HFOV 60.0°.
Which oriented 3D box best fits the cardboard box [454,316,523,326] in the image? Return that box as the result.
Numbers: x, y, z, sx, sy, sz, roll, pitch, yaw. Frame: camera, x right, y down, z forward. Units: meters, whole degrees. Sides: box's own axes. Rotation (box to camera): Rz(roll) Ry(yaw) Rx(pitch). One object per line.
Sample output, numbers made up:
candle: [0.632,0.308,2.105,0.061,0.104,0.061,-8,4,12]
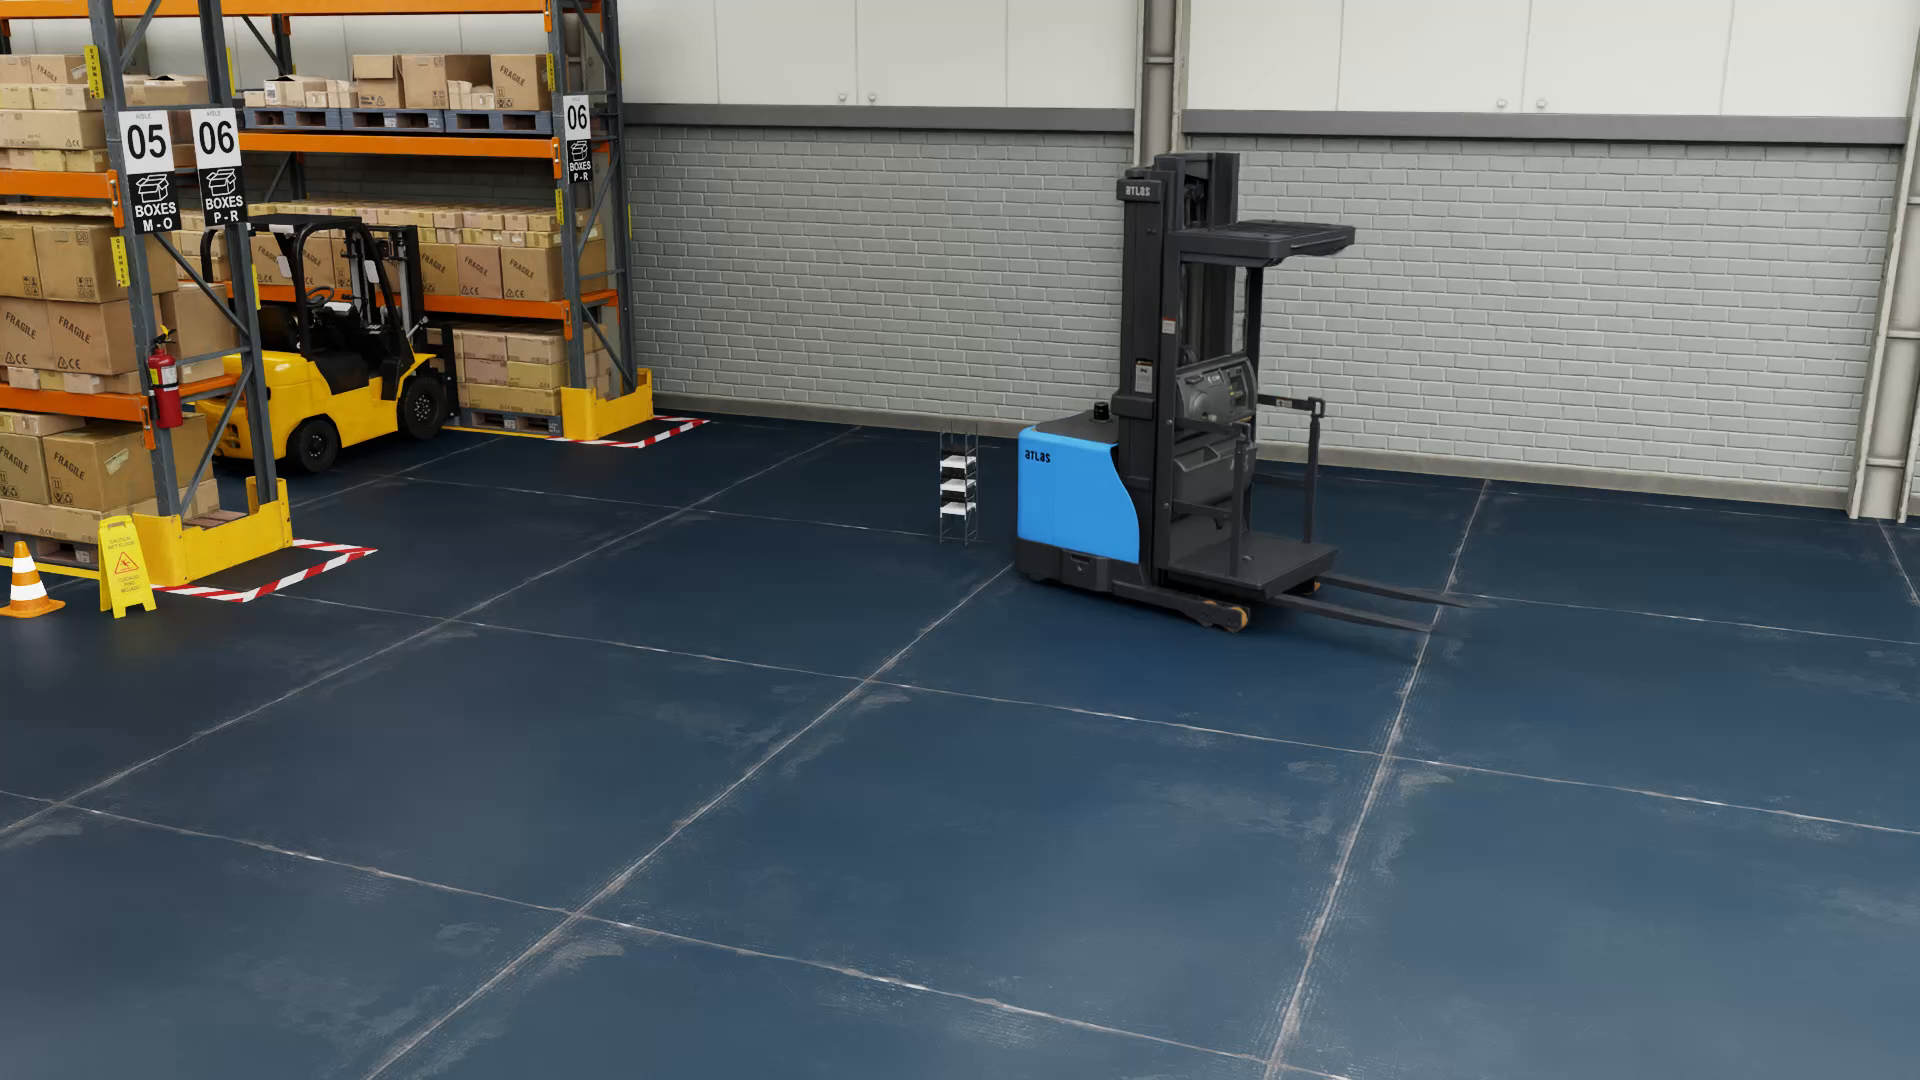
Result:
cardboard box: [-4.806,-2.122,16.989,0.500,0.250,0.500,6,17,20]

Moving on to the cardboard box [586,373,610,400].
cardboard box: [-3.886,-1.541,16.779,0.500,0.250,0.500,6,17,21]

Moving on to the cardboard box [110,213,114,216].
cardboard box: [-8.820,-3.428,17.757,0.250,0.149,0.380,6,17,21]

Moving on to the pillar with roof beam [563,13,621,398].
pillar with roof beam: [-5.397,-4.628,12.475,0.400,9.000,9.100,6,17,21]

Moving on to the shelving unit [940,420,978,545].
shelving unit: [-0.008,-0.433,12.551,0.210,0.900,0.258,6,17,21]

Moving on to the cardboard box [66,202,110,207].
cardboard box: [-9.809,-3.709,18.725,0.250,0.149,0.380,6,17,20]

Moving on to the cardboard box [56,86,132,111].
cardboard box: [-5.741,-2.932,11.032,0.250,0.149,0.380,6,17,21]

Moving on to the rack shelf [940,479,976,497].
rack shelf: [-0.008,-0.401,12.560,0.200,0.077,0.258,6,17,21]

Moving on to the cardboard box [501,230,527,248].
cardboard box: [-4.174,-2.899,15.937,0.250,0.149,0.380,7,17,22]

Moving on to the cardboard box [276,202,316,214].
cardboard box: [-6.751,-3.362,16.997,0.250,0.149,0.380,7,17,21]

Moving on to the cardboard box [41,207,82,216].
cardboard box: [-9.764,-3.539,18.142,0.250,0.149,0.380,6,17,21]

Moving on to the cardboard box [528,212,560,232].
cardboard box: [-3.911,-3.043,15.899,0.250,0.149,0.380,6,17,21]

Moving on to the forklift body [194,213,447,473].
forklift body: [-5.934,-1.872,15.263,1.214,2.155,2.313,6,17,21]

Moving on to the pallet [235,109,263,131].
pallet: [-8.047,-4.403,17.424,1.217,0.209,0.805,6,17,18]

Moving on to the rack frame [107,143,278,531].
rack frame: [-5.318,-1.271,11.671,0.127,3.000,1.000,6,17,21]

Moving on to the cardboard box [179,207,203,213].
cardboard box: [-8.400,-3.538,18.139,0.250,0.149,0.380,6,17,21]

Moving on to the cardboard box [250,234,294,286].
cardboard box: [-6.904,-2.903,17.112,0.500,0.500,0.500,6,17,19]

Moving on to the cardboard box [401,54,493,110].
cardboard box: [-4.918,-4.410,15.990,0.500,0.500,0.700,6,17,21]

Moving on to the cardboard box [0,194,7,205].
cardboard box: [-11.364,-3.720,19.174,0.500,0.500,0.500,7,18,23]

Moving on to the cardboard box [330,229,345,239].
cardboard box: [-6.082,-3.109,16.661,0.250,0.149,0.380,6,17,20]

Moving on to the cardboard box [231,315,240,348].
cardboard box: [-7.711,-2.079,17.962,0.625,0.625,0.875,7,18,23]

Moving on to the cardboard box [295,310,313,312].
cardboard box: [-6.693,-2.329,17.701,0.500,0.250,0.500,7,17,22]

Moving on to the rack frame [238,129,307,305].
rack frame: [-7.221,-2.968,17.516,0.127,3.000,1.000,6,17,21]

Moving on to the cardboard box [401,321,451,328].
cardboard box: [-5.462,-2.040,16.704,0.500,0.250,0.500,6,17,20]

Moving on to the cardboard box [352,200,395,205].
cardboard box: [-6.089,-3.446,17.289,0.250,0.149,0.380,6,17,20]

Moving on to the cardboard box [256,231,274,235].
cardboard box: [-7.021,-3.226,17.064,0.250,0.149,0.380,6,17,20]

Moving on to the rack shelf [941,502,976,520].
rack shelf: [-0.008,-0.228,12.611,0.200,0.077,0.258,6,17,21]

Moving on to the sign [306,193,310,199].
sign: [-7.019,-3.566,17.881,0.005,0.325,0.100,6,17,21]

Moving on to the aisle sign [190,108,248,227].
aisle sign: [-5.147,-2.593,11.563,0.004,0.787,0.394,6,17,21]

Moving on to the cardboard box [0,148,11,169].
cardboard box: [-6.442,-2.651,11.495,0.250,0.149,0.380,6,17,21]

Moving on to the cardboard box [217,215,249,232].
cardboard box: [-7.621,-3.305,17.334,0.250,0.149,0.380,7,18,23]

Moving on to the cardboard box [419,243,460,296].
cardboard box: [-5.011,-2.697,16.403,0.500,0.500,0.500,6,17,20]

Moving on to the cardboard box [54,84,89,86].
cardboard box: [-6.230,-3.171,11.857,0.250,0.149,0.380,6,17,20]

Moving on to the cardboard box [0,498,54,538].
cardboard box: [-6.648,-0.220,12.230,0.500,0.250,0.500,6,17,21]

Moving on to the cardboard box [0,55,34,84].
cardboard box: [-9.852,-4.952,17.859,0.500,0.500,0.700,6,17,20]

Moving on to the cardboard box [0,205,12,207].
cardboard box: [-10.754,-3.627,18.446,0.250,0.149,0.380,7,18,22]

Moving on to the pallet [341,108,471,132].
pallet: [-5.288,-4.160,16.401,1.213,0.211,1.003,6,17,21]

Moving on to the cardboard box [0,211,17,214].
cardboard box: [-7.267,-2.104,12.034,0.500,0.500,0.700,6,17,20]

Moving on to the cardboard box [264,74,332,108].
cardboard box: [-6.537,-4.467,16.527,0.500,0.311,0.500,7,17,22]

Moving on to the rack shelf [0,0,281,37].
rack shelf: [-9.082,-5.516,17.540,4.000,0.370,1.077,6,17,21]

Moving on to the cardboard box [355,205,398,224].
cardboard box: [-5.806,-3.249,16.610,0.250,0.149,0.380,6,17,20]

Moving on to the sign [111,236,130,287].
sign: [-5.541,-1.837,10.977,0.005,0.325,0.100,6,17,21]

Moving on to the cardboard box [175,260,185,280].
cardboard box: [-8.256,-2.929,17.653,0.500,0.250,0.500,6,17,20]

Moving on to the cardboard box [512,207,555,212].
cardboard box: [-4.216,-3.210,16.473,0.250,0.149,0.380,7,17,22]

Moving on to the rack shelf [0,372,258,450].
rack shelf: [-7.179,-1.130,12.476,4.000,0.370,1.077,6,17,21]

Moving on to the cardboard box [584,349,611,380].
cardboard box: [-3.862,-1.782,16.713,0.500,0.250,0.500,7,17,22]

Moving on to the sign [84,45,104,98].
sign: [-5.541,-2.995,10.640,0.005,0.325,0.100,6,17,21]

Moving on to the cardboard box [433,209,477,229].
cardboard box: [-4.893,-3.122,16.173,0.250,0.149,0.380,7,18,22]

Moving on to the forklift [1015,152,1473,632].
forklift: [1.850,-0.983,10.801,3.031,2.935,1.130,13,20,37]

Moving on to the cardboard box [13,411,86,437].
cardboard box: [-6.525,-0.858,11.919,0.250,0.149,0.380,7,18,22]

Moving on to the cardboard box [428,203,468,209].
cardboard box: [-5.163,-3.316,16.840,0.250,0.149,0.380,6,17,21]

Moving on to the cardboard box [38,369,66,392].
cardboard box: [-6.252,-1.162,11.746,0.250,0.149,0.380,6,17,20]

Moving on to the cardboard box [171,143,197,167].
cardboard box: [-5.508,-2.709,11.695,0.250,0.149,0.380,6,17,21]

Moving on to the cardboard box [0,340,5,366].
cardboard box: [-6.853,-1.550,11.920,0.500,0.500,0.500,6,17,20]

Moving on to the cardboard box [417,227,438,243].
cardboard box: [-5.128,-3.006,16.304,0.250,0.149,0.380,6,17,21]

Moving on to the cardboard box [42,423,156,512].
cardboard box: [-6.159,-0.526,11.940,0.500,0.500,0.500,6,17,21]
